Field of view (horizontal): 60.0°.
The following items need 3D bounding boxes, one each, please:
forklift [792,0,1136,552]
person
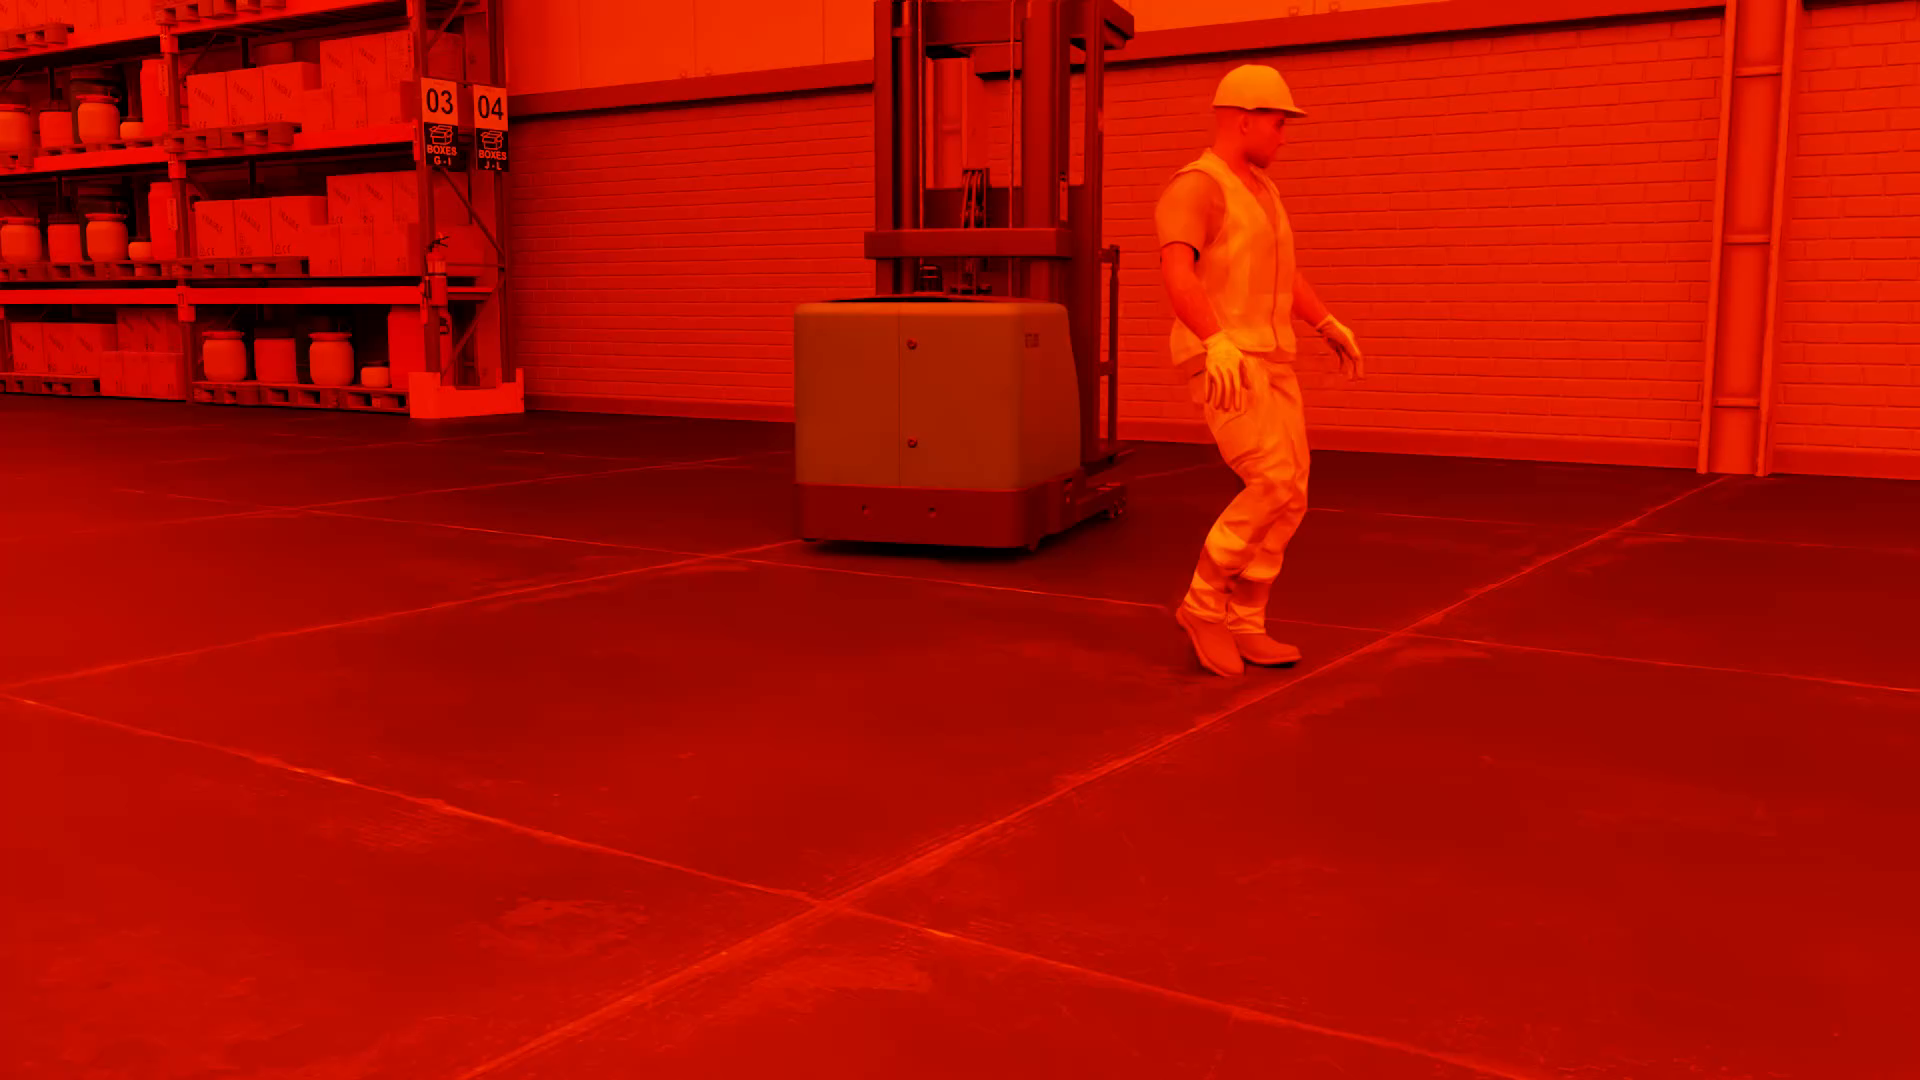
[{"bbox_3d":[0.223,-1.569,8.224,1.130,2.935,3.031,3,9,18],"label":"forklift"},{"bbox_3d":[0.900,-0.500,4.940,0.483,1.773,0.838,8,11,43],"label":"person"}]
